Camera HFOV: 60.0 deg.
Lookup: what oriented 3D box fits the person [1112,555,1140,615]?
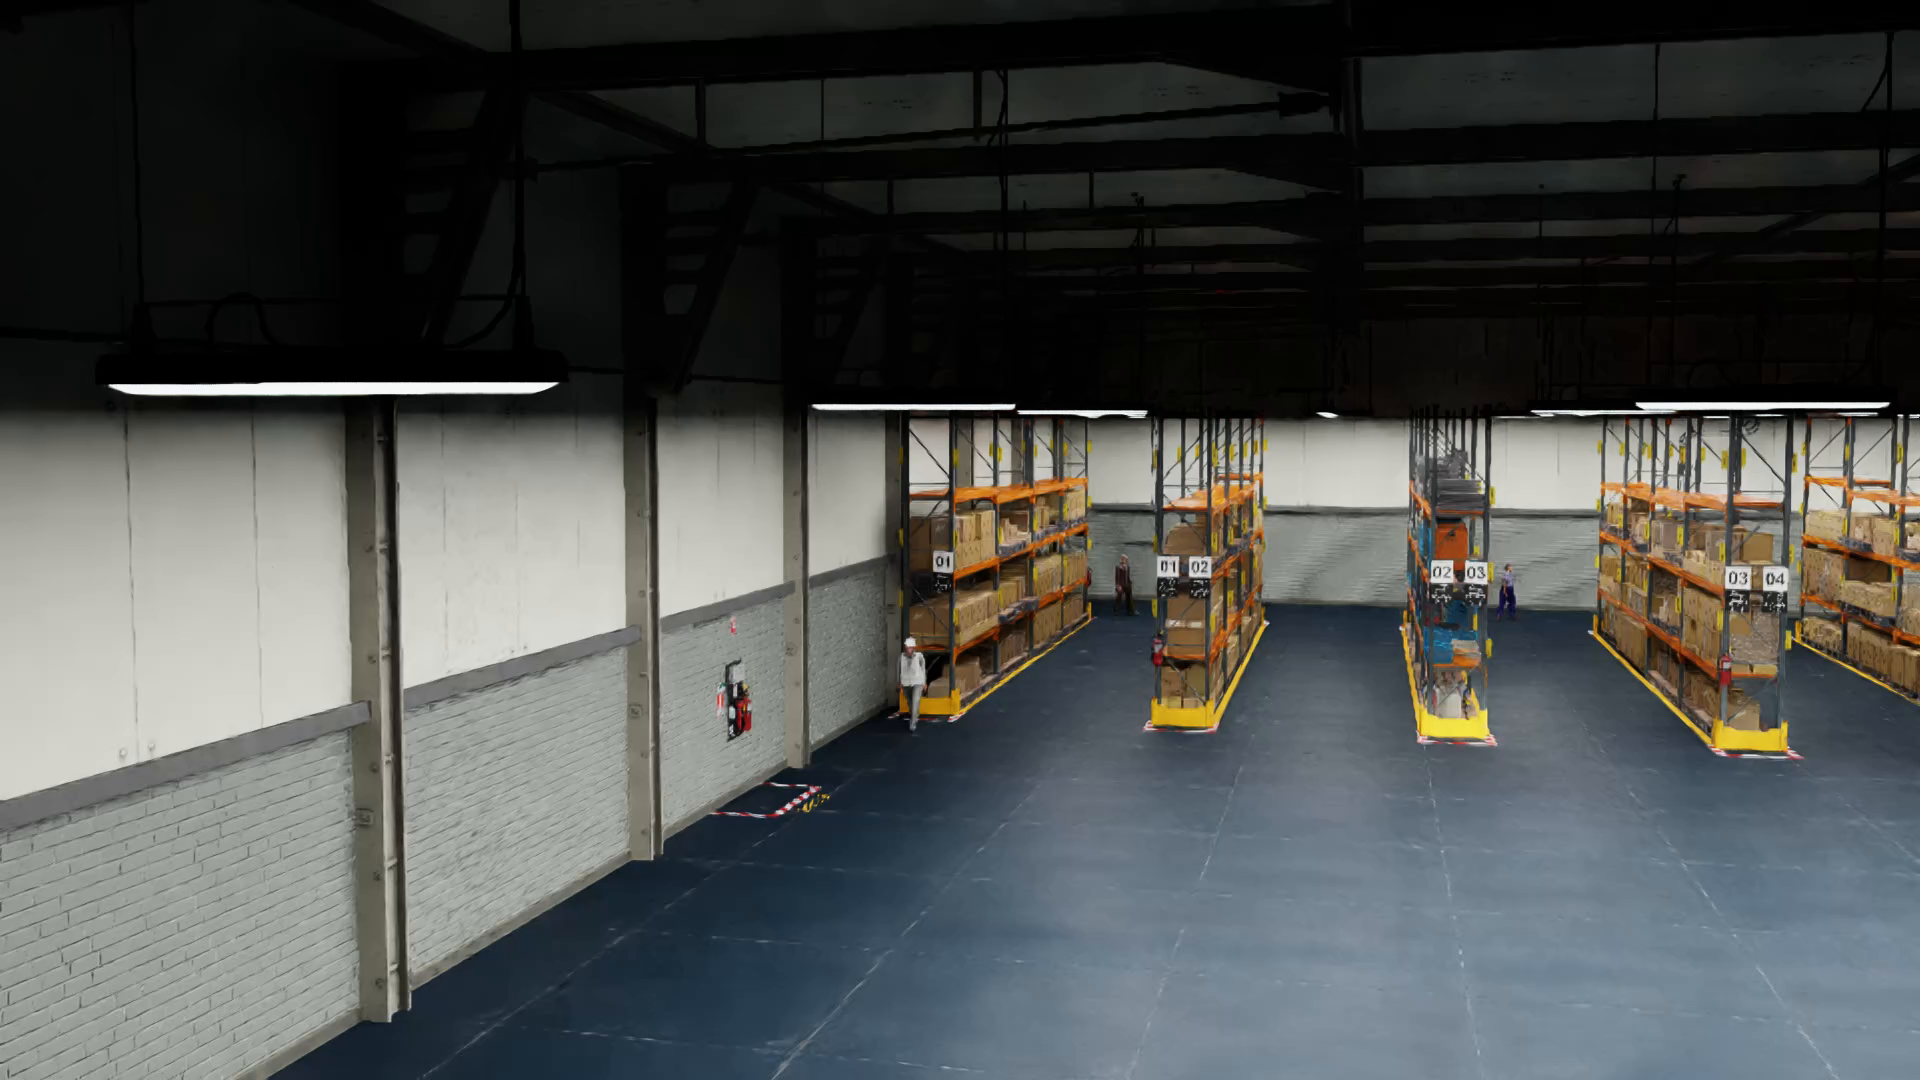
[{"bbox_3d":[4.836,1.318,48.848,0.776,1.773,0.576,-3,5,-39],"label":"person"}]

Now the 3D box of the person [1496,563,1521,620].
[{"bbox_3d":[15.743,1.469,47.752,0.708,1.639,0.527,-4,6,-44],"label":"person"}]

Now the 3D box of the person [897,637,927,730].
[{"bbox_3d":[-0.921,2.645,30.927,0.543,1.700,1.104,1,4,16],"label":"person"}]
